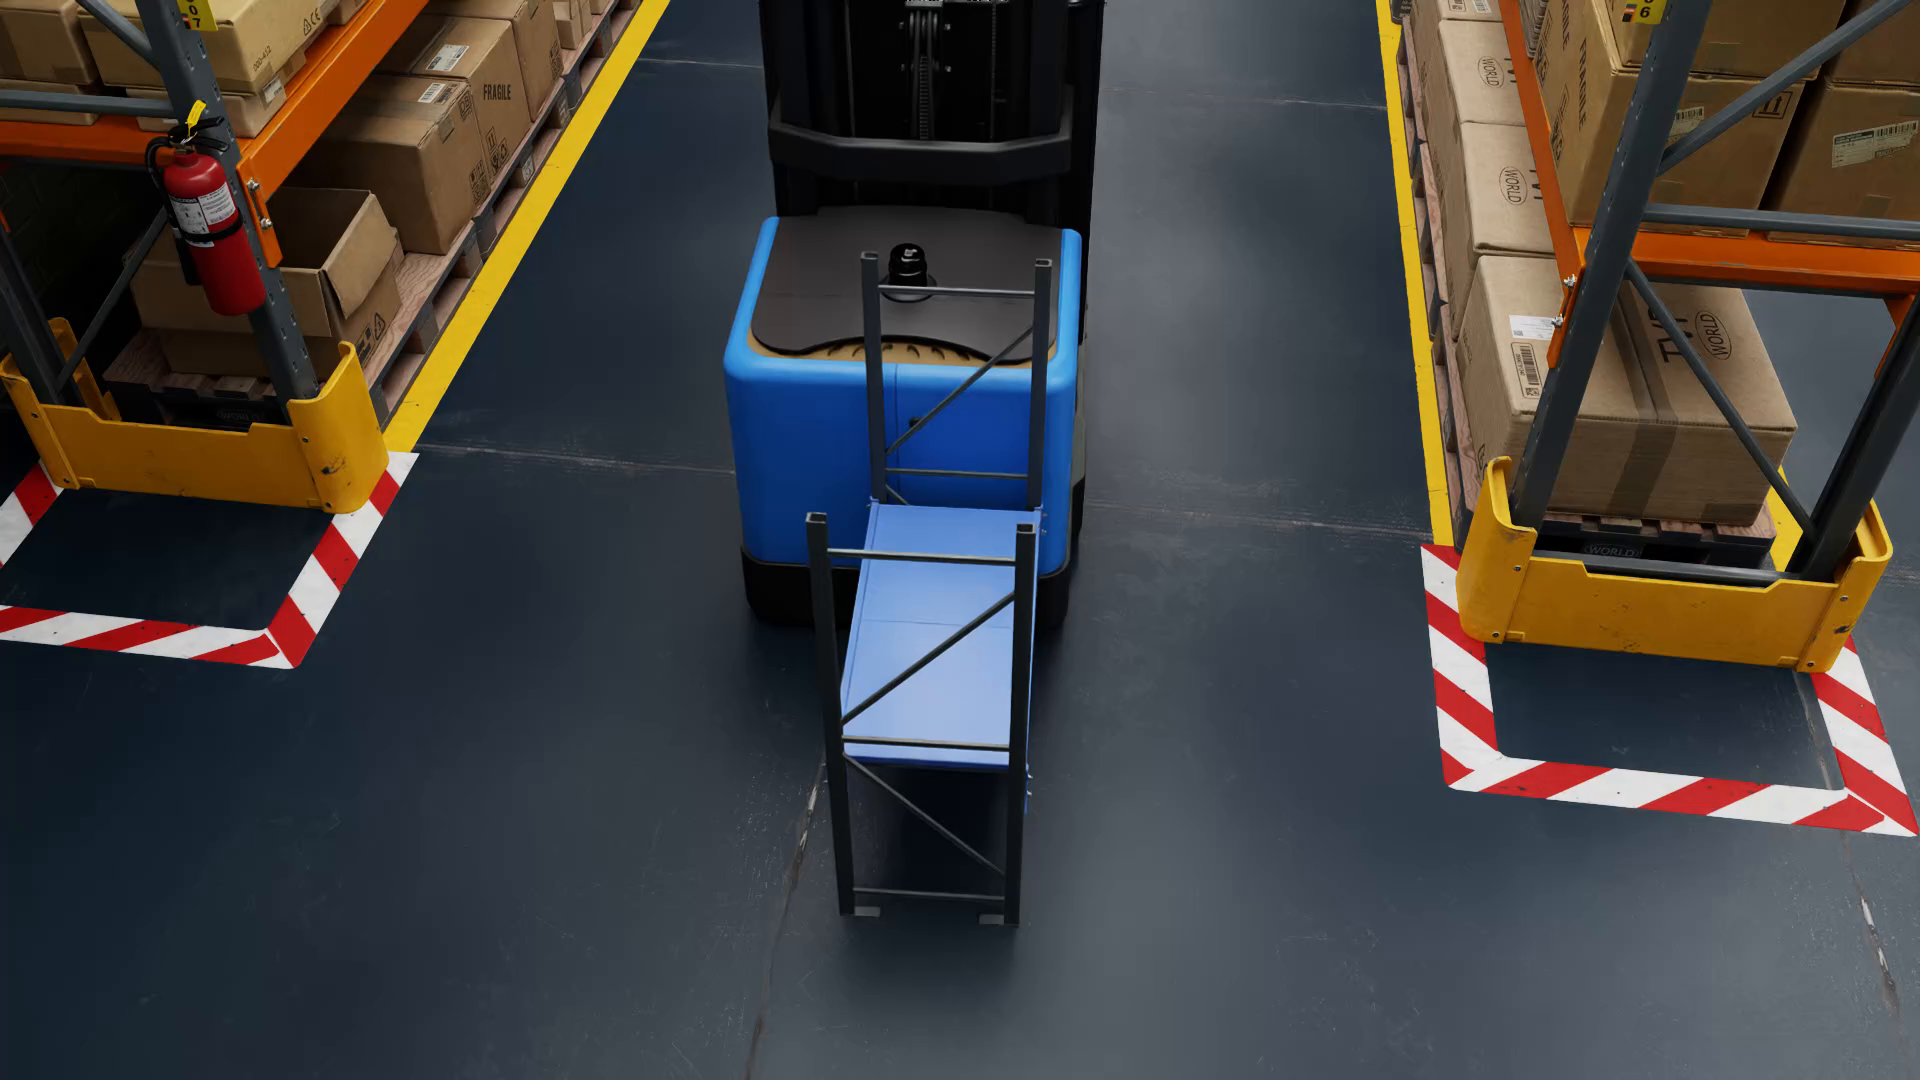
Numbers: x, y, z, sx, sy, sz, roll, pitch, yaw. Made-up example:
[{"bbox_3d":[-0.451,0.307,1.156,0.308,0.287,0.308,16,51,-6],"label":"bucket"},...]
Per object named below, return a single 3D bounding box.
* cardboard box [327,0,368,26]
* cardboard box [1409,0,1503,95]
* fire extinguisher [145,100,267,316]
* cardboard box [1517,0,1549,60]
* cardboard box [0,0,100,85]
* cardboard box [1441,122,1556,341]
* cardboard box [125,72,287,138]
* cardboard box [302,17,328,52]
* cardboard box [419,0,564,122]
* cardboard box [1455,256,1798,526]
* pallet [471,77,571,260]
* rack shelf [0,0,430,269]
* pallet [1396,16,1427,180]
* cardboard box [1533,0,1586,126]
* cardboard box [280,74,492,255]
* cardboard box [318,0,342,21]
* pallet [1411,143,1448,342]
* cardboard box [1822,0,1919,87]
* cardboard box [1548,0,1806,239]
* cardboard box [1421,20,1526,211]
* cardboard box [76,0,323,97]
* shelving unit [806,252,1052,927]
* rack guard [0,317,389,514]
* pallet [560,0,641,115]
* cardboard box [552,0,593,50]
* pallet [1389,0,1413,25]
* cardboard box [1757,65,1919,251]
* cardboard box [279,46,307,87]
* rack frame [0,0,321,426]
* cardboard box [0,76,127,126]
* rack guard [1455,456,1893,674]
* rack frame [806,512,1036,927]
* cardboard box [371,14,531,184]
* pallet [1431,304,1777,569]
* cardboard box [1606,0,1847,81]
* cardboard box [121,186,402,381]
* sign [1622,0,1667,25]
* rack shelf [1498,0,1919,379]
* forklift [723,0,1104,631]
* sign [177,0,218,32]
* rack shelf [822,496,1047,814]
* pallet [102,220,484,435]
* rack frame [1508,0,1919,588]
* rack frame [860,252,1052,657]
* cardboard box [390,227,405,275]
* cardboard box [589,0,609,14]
[{"bbox_3d":[-2.283,-1.928,5.787,0.380,0.149,0.250,7,44,7],"label":"cardboard box"},{"bbox_3d":[2.579,-2.375,7.634,0.875,0.438,0.875,5,44,5],"label":"cardboard box"},{"bbox_3d":[-2.242,-0.987,4.939,0.296,0.674,0.183,5,44,6],"label":"fire extinguisher"},{"bbox_3d":[2.181,-1.926,5.529,0.500,0.500,0.500,6,44,7],"label":"cardboard box"},{"bbox_3d":[-2.883,-1.684,5.240,0.500,0.250,0.500,6,44,7],"label":"cardboard box"},{"bbox_3d":[2.340,-1.150,6.341,0.875,0.438,0.875,6,44,7],"label":"cardboard box"},{"bbox_3d":[-2.366,-1.401,5.231,0.380,0.149,0.250,5,44,5],"label":"cardboard box"},{"bbox_3d":[-2.377,-1.761,5.611,0.380,0.149,0.250,5,44,5],"label":"cardboard box"},{"bbox_3d":[-2.217,-2.233,7.439,0.700,0.500,0.500,4,44,4],"label":"cardboard box"},{"bbox_3d":[2.228,-0.526,5.681,0.875,0.438,0.875,4,44,4],"label":"cardboard box"},{"bbox_3d":[-2.403,-1.705,7.397,1.003,0.211,1.213,5,44,6],"label":"pallet"},{"bbox_3d":[-2.417,-2.395,6.621,1.077,0.370,4.000,5,44,6],"label":"rack shelf"},{"bbox_3d":[2.590,-2.047,7.758,1.003,0.211,1.213,5,44,6],"label":"pallet"},{"bbox_3d":[2.122,-1.574,5.158,0.500,0.500,0.500,4,44,5],"label":"cardboard box"},{"bbox_3d":[-2.355,-1.525,6.692,0.700,0.500,0.500,7,44,7],"label":"cardboard box"},{"bbox_3d":[-2.287,-1.975,5.547,0.500,0.250,0.500,6,44,6],"label":"cardboard box"},{"bbox_3d":[2.432,-1.213,6.878,1.003,0.211,1.213,5,44,6],"label":"pallet"},{"bbox_3d":[2.585,-1.545,4.400,0.500,0.500,0.500,4,44,5],"label":"cardboard box"},{"bbox_3d":[2.041,-1.234,4.799,0.500,0.500,0.500,5,44,6],"label":"cardboard box"},{"bbox_3d":[2.461,-1.764,6.990,0.875,0.438,0.875,4,44,4],"label":"cardboard box"},{"bbox_3d":[-2.354,-1.631,5.184,0.500,0.250,0.500,5,44,6],"label":"cardboard box"},{"bbox_3d":[-0.047,0.159,4.492,0.538,1.500,1.048,3,44,3],"label":"shelving unit"},{"bbox_3d":[-2.671,-0.437,5.848,1.175,0.500,0.348,5,44,6],"label":"rack guard"},{"bbox_3d":[-2.244,-2.539,8.278,1.003,0.211,1.213,5,44,6],"label":"pallet"},{"bbox_3d":[-1.982,-2.529,7.923,0.396,0.266,0.258,7,44,7],"label":"cardboard box"},{"bbox_3d":[2.796,-3.091,8.861,1.003,0.211,1.213,5,44,6],"label":"pallet"},{"bbox_3d":[2.588,-1.182,4.744,0.500,0.500,0.500,5,44,5],"label":"cardboard box"},{"bbox_3d":[-2.378,-1.579,5.418,0.380,0.149,0.250,6,44,7],"label":"cardboard box"},{"bbox_3d":[-2.681,-1.293,4.934,1.000,3.000,0.127,5,44,6],"label":"rack frame"},{"bbox_3d":[-2.903,-1.452,5.285,0.380,0.149,0.250,5,44,5],"label":"cardboard box"},{"bbox_3d":[2.236,0.079,5.302,1.175,0.500,0.348,5,44,6],"label":"rack guard"},{"bbox_3d":[-0.085,0.507,4.124,0.500,1.500,0.032,3,44,3],"label":"rack frame"},{"bbox_3d":[-2.186,-1.876,7.063,0.500,0.500,0.500,6,44,6],"label":"cardboard box"},{"bbox_3d":[2.268,-0.384,6.002,1.003,0.211,1.213,5,44,6],"label":"pallet"},{"bbox_3d":[2.067,-1.594,4.452,0.500,0.500,0.500,7,44,7],"label":"cardboard box"},{"bbox_3d":[-2.506,-0.947,6.079,0.797,0.503,0.637,4,44,4],"label":"cardboard box"},{"bbox_3d":[1.704,-1.410,4.043,0.100,0.325,0.005,5,44,6],"label":"sign"},{"bbox_3d":[2.504,-1.946,6.147,1.077,0.370,4.000,5,44,6],"label":"rack shelf"},{"bbox_3d":[-0.071,-1.778,5.496,1.130,2.935,3.031,3,44,3],"label":"forklift"},{"bbox_3d":[-2.143,-1.558,4.584,0.100,0.325,0.005,5,44,6],"label":"sign"},{"bbox_3d":[-0.047,0.289,4.615,0.538,0.185,1.000,3,44,3],"label":"rack shelf"},{"bbox_3d":[-2.566,-0.876,6.522,1.003,0.211,1.213,5,44,6],"label":"pallet"},{"bbox_3d":[2.240,-0.845,4.460,1.000,3.000,0.127,5,44,6],"label":"rack frame"},{"bbox_3d":[-0.010,-0.190,4.860,0.500,1.500,0.032,3,44,3],"label":"rack frame"},{"bbox_3d":[-2.411,-1.105,6.503,0.380,0.149,0.250,4,44,4],"label":"cardboard box"},{"bbox_3d":[-1.935,-2.730,8.220,0.380,0.149,0.250,4,44,4],"label":"cardboard box"}]
